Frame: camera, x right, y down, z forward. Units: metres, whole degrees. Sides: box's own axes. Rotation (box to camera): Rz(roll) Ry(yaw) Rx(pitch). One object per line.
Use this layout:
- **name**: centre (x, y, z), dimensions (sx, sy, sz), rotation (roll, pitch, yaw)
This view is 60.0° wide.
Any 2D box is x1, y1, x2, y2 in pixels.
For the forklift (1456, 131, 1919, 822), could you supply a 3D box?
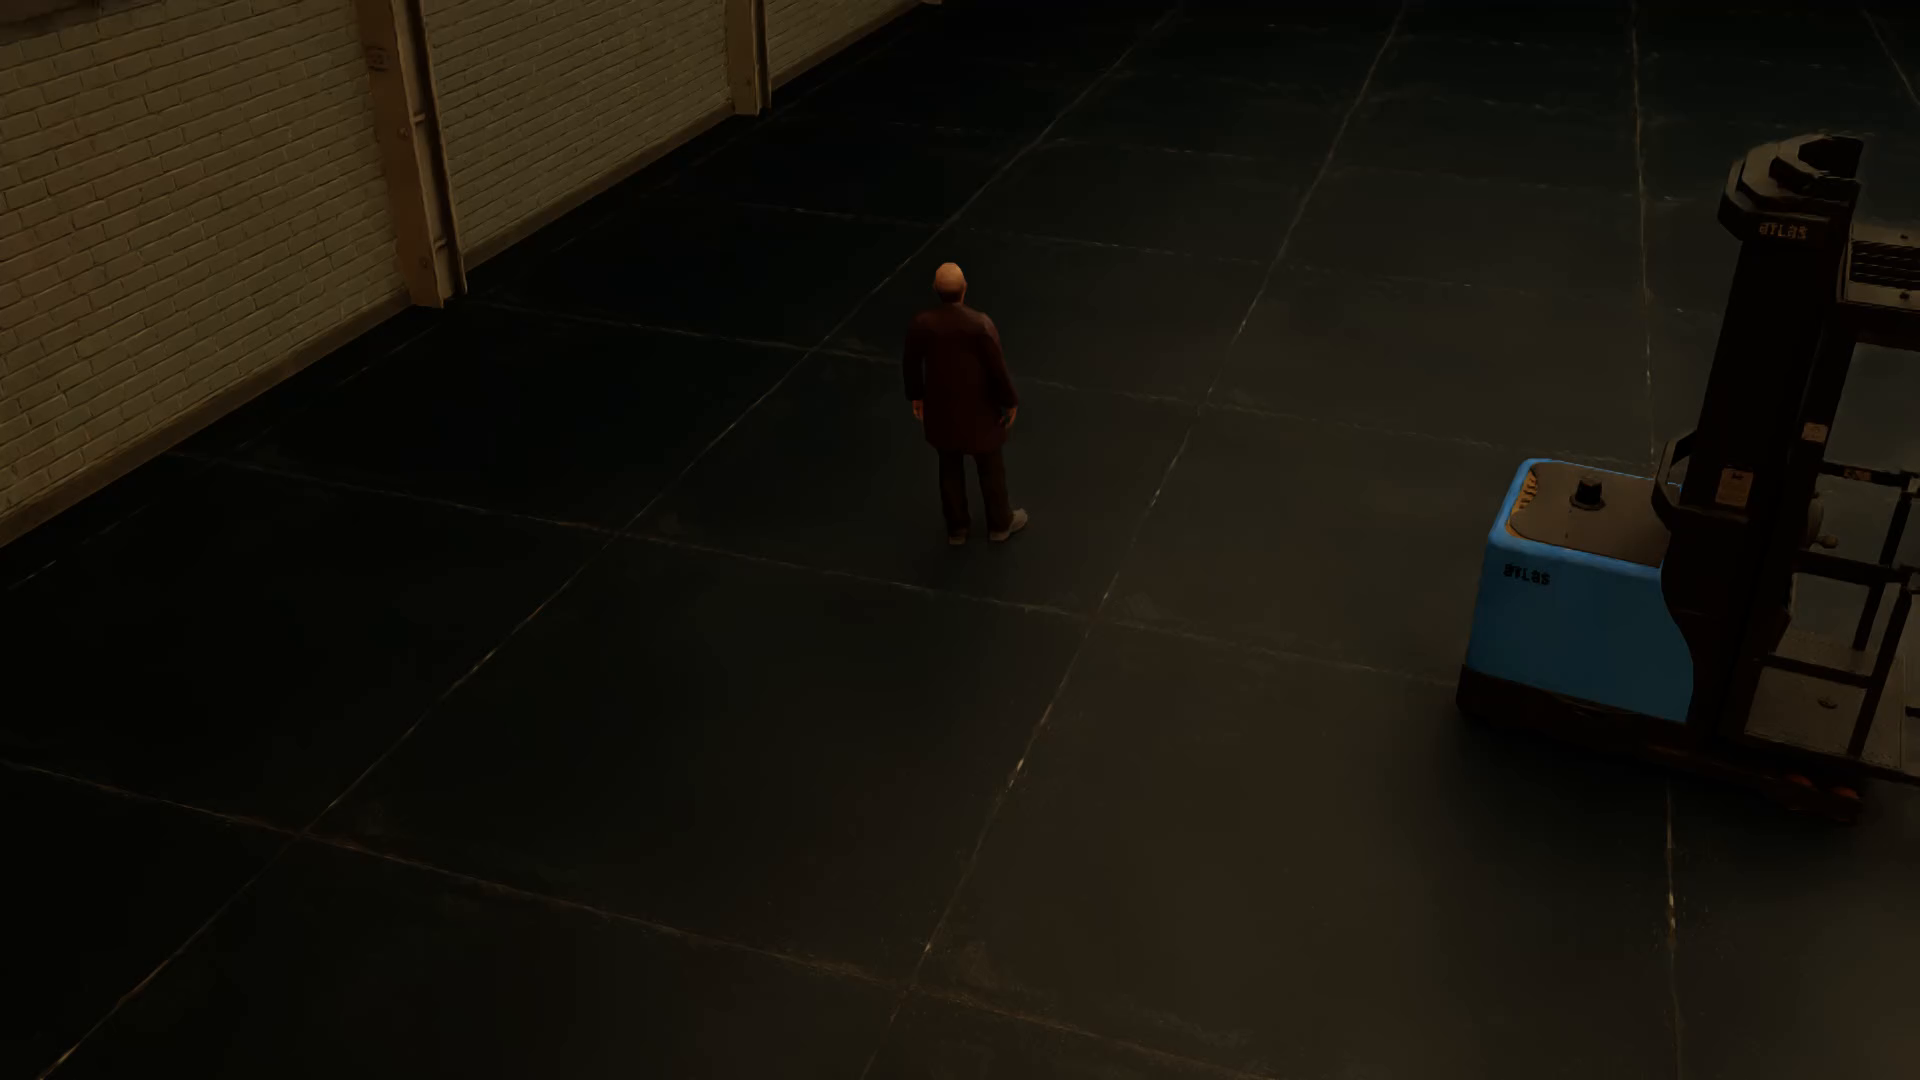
- **forklift**: centre (4.089, -0.255, 7.584), dimensions (3.031, 2.935, 1.130), rotation (14, 32, 23)

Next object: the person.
- **person**: centre (0.038, -0.820, 9.725), dimensions (0.684, 1.776, 0.580), rotation (10, 31, 16)
